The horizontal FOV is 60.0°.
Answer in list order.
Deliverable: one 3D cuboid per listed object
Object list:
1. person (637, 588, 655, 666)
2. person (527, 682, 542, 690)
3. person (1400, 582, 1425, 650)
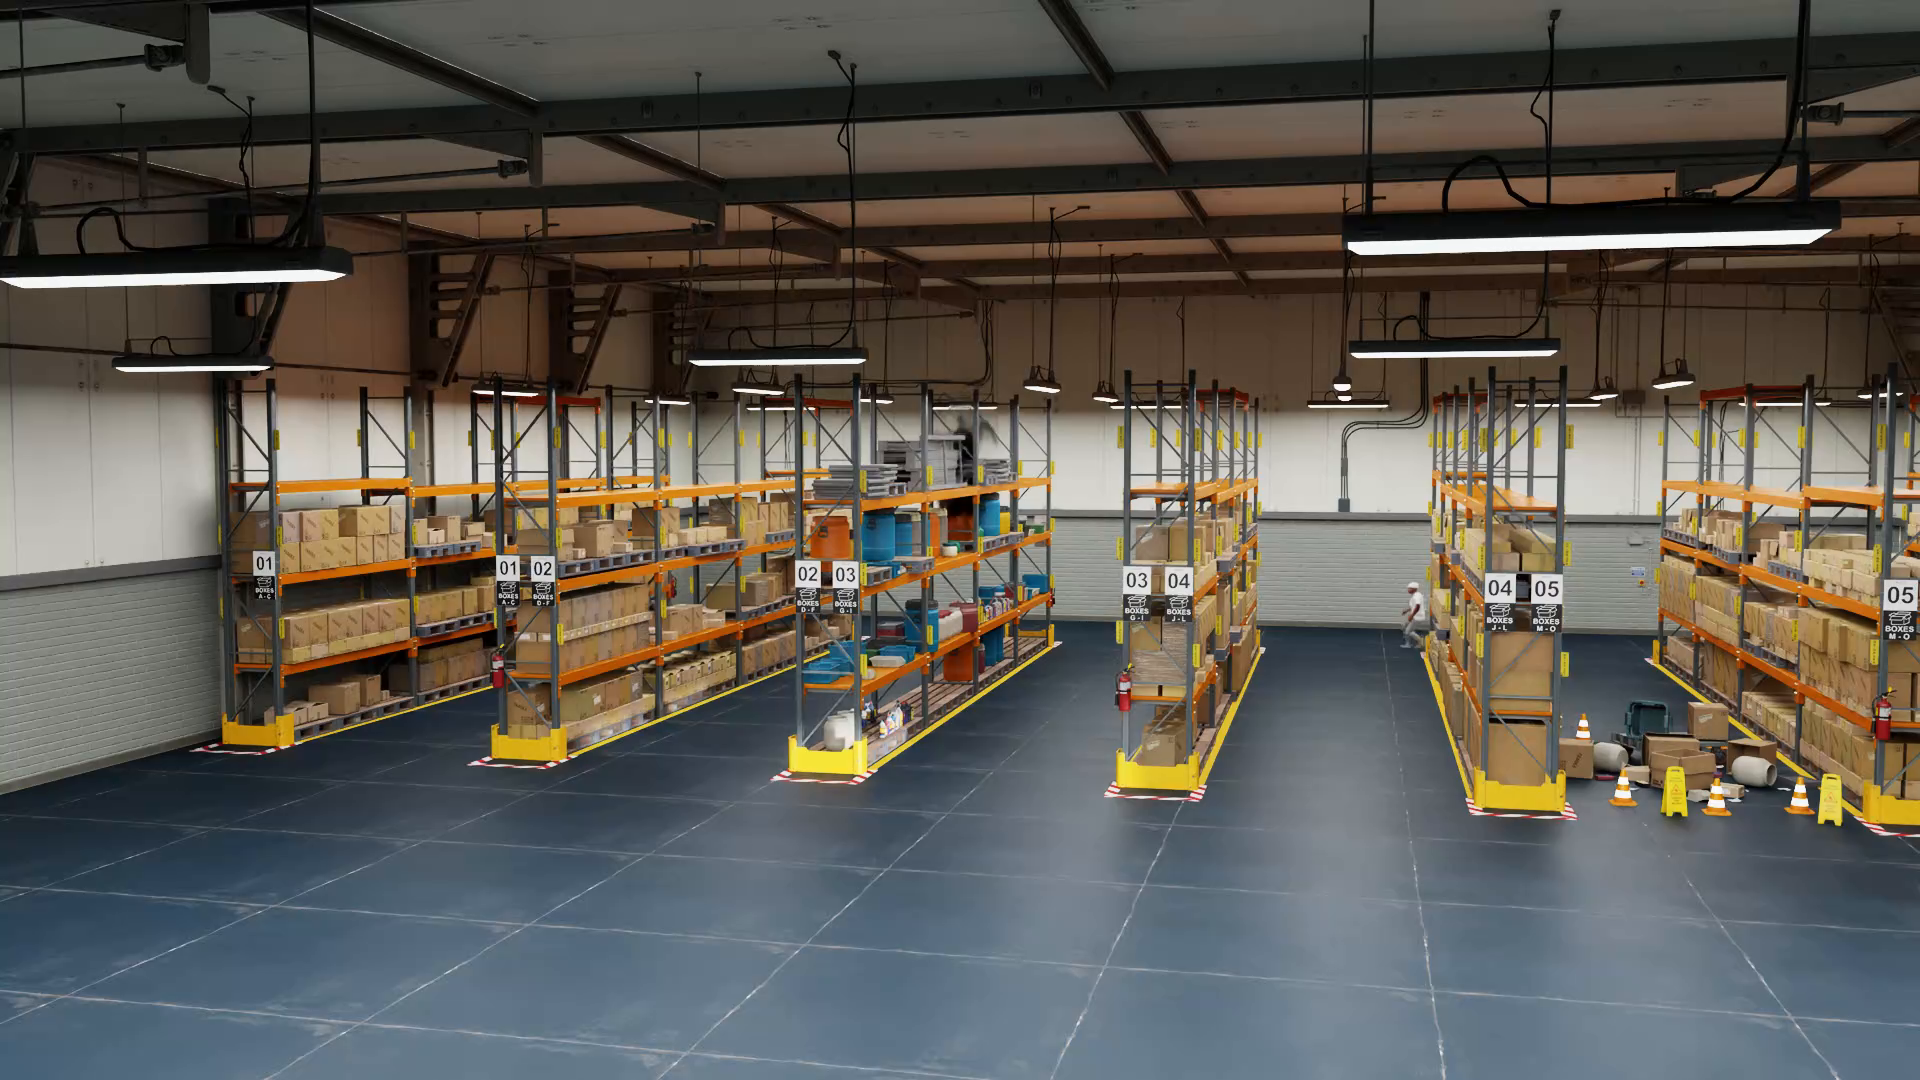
[{"bbox_3d":[-7.037,1.925,37.122,0.638,1.769,0.706,0,3,6],"label":"person"},{"bbox_3d":[-7.717,2.310,30.637,0.662,1.743,0.771,1,4,14],"label":"person"},{"bbox_3d":[10.813,1.808,39.640,0.549,1.626,0.915,0,3,8],"label":"person"}]
